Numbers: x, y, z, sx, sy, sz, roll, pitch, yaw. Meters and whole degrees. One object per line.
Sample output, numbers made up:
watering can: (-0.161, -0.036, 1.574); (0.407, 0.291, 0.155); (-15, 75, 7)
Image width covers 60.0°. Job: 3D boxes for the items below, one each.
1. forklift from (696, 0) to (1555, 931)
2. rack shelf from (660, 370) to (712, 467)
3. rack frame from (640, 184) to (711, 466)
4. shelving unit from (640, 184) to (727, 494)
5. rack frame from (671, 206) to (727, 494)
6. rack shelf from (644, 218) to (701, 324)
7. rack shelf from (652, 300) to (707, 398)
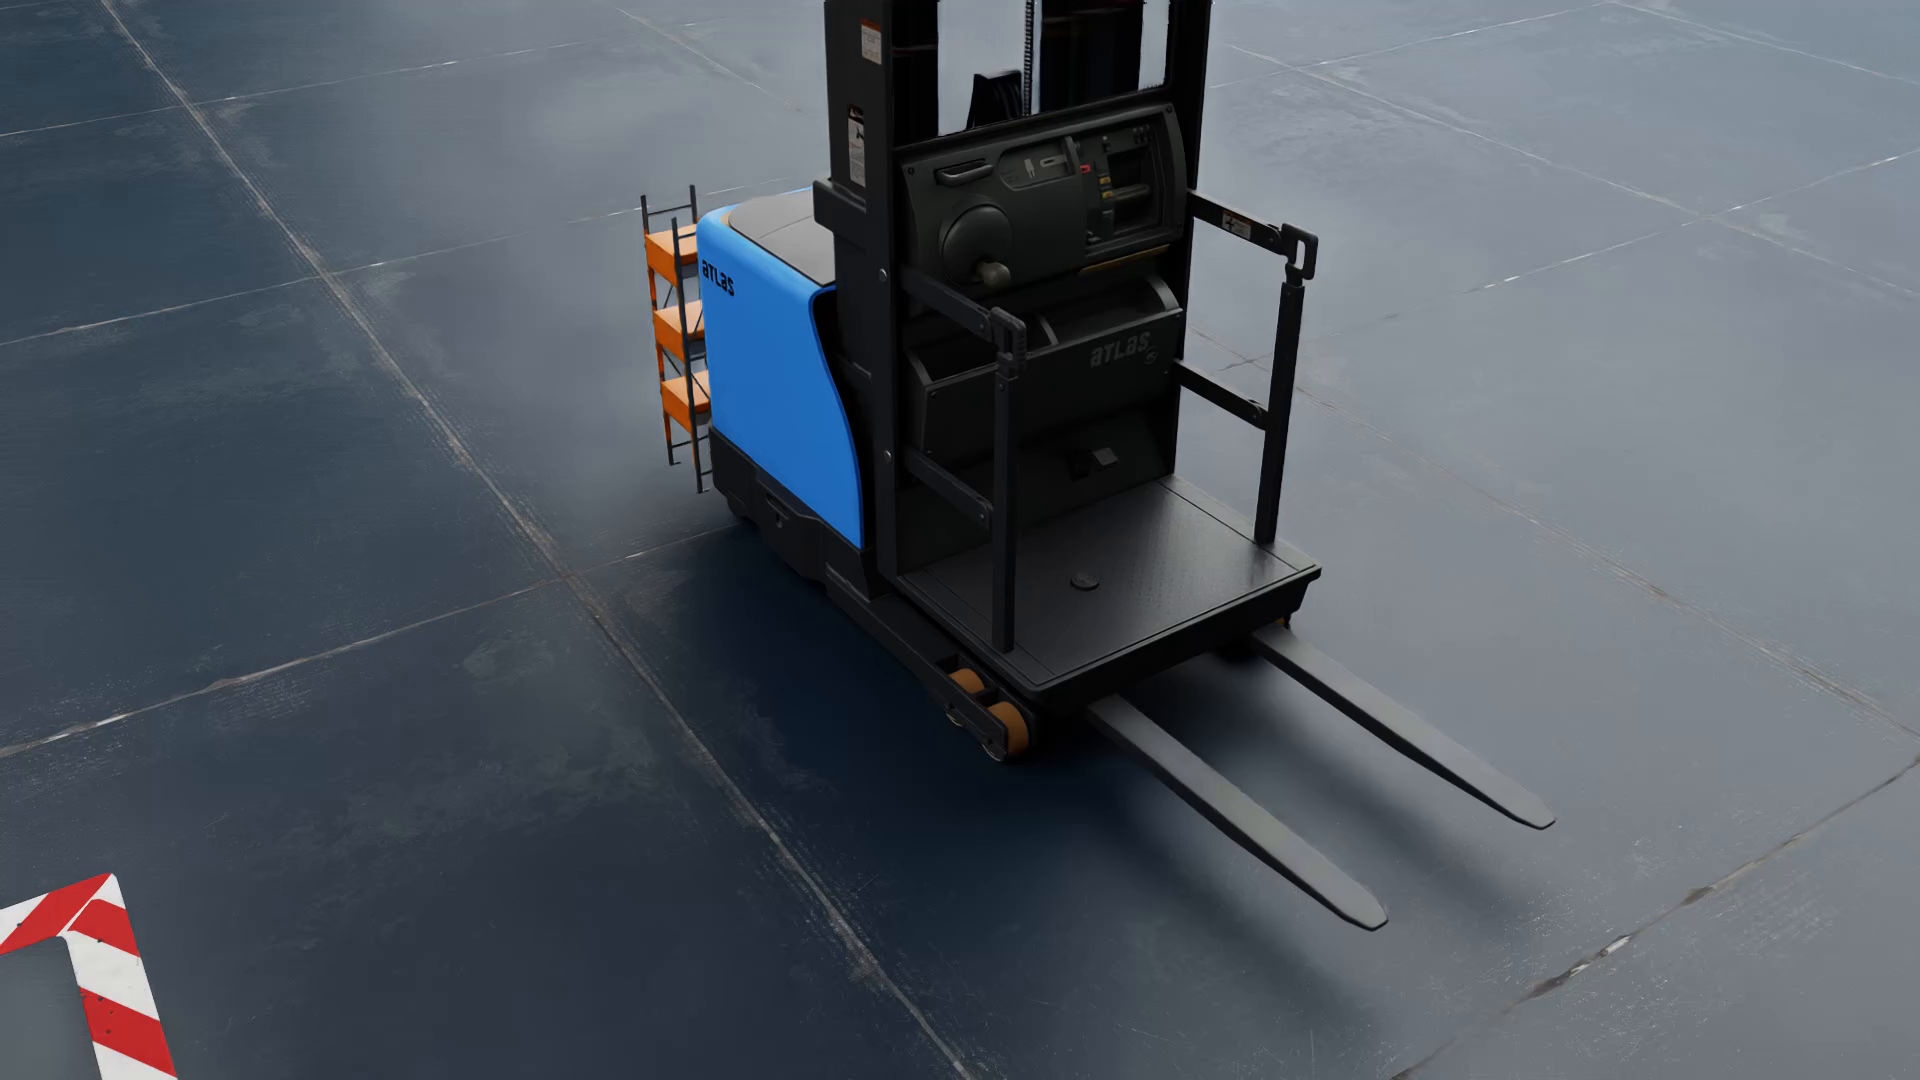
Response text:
forklift: (0.372, -0.903, 4.434); (1.130, 2.935, 3.031); (-20, 38, -29)
rack shelf: (-0.931, -0.452, 6.024); (0.215, 0.259, 0.240); (-19, 37, -28)
rack frame: (-0.999, -0.751, 5.956); (0.200, 1.050, 0.008); (-19, 37, -28)
shelving unit: (-0.931, -0.696, 5.870); (0.215, 1.050, 0.252); (-19, 37, -28)
rack frame: (-0.864, -0.642, 5.784); (0.200, 1.050, 0.008); (-19, 37, -28)
rack shelf: (-0.931, -0.927, 5.724); (0.215, 0.259, 0.240); (-19, 37, -28)
rack shelf: (-0.931, -0.687, 5.876); (0.215, 0.259, 0.240); (-19, 37, -28)
